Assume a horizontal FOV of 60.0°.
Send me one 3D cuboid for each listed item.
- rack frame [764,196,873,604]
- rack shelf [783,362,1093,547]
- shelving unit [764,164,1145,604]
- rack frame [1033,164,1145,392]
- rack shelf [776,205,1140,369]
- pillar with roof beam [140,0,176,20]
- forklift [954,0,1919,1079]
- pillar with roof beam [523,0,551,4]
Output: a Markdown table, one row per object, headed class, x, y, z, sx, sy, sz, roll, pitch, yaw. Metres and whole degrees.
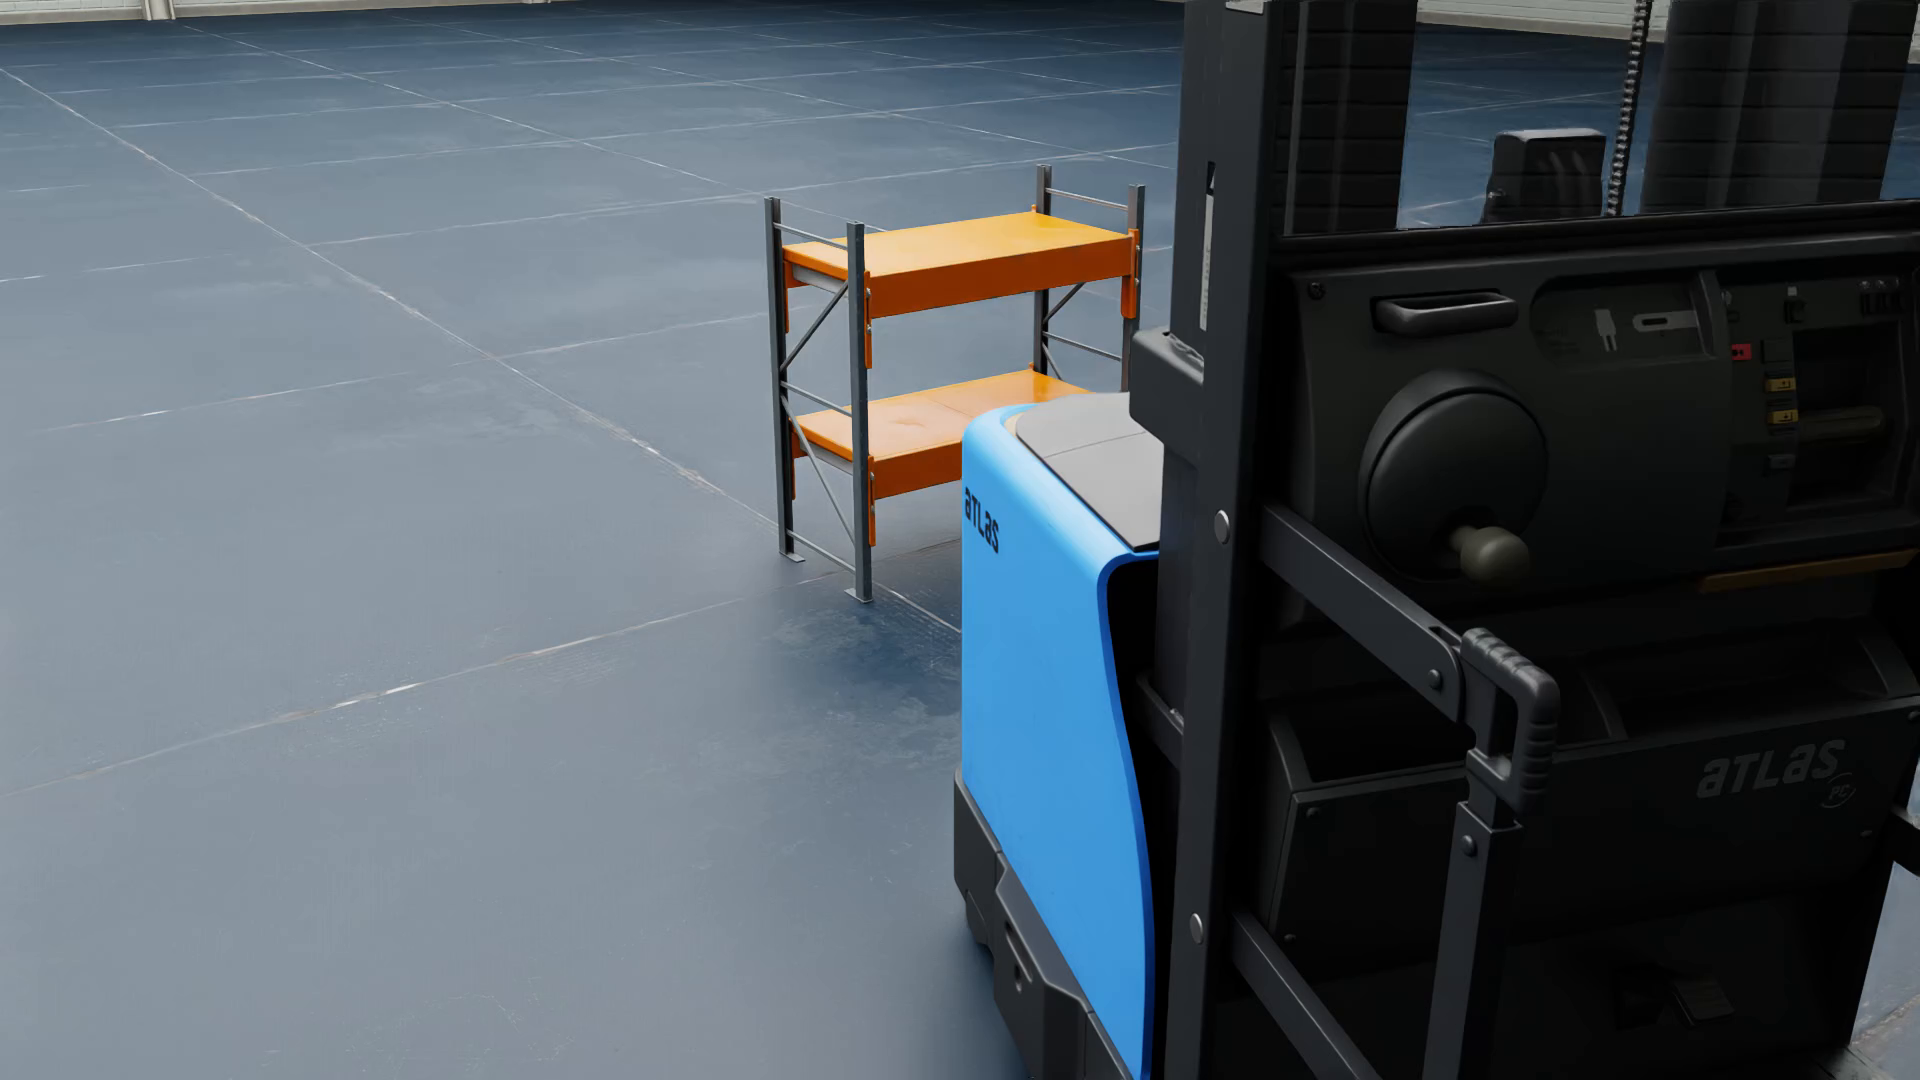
| class | x | y | z | sx | sy | sz | roll | pitch | yaw |
| --- | --- | --- | --- | --- | --- | --- | --- | --- | --- |
| rack frame | -0.418 | -0.411 | 4.908 | 0.032 | 1.125 | 0.500 | -15 | 26 | -33 |
| rack shelf | -0.005 | -0.294 | 5.275 | 1.000 | 0.278 | 0.538 | -15 | 26 | -33 |
| shelving unit | -0.005 | -0.521 | 5.184 | 1.048 | 1.125 | 0.538 | -15 | 26 | -33 |
| rack frame | 0.407 | -0.631 | 5.460 | 0.032 | 1.125 | 0.500 | -15 | 26 | -33 |
| rack shelf | -0.005 | -0.793 | 5.076 | 1.000 | 0.278 | 0.538 | -15 | 26 | -33 |
| pillar with roof beam | -9.585 | -10.760 | 20.219 | 0.400 | 9.000 | 9.100 | -15 | 26 | -33 |
| forklift | 0.887 | -0.140 | 1.791 | 1.130 | 2.935 | 3.031 | -6 | 23 | -15 |
| pillar with roof beam | -4.715 | -12.059 | 23.474 | 0.400 | 9.000 | 9.100 | -15 | 26 | -33 |
